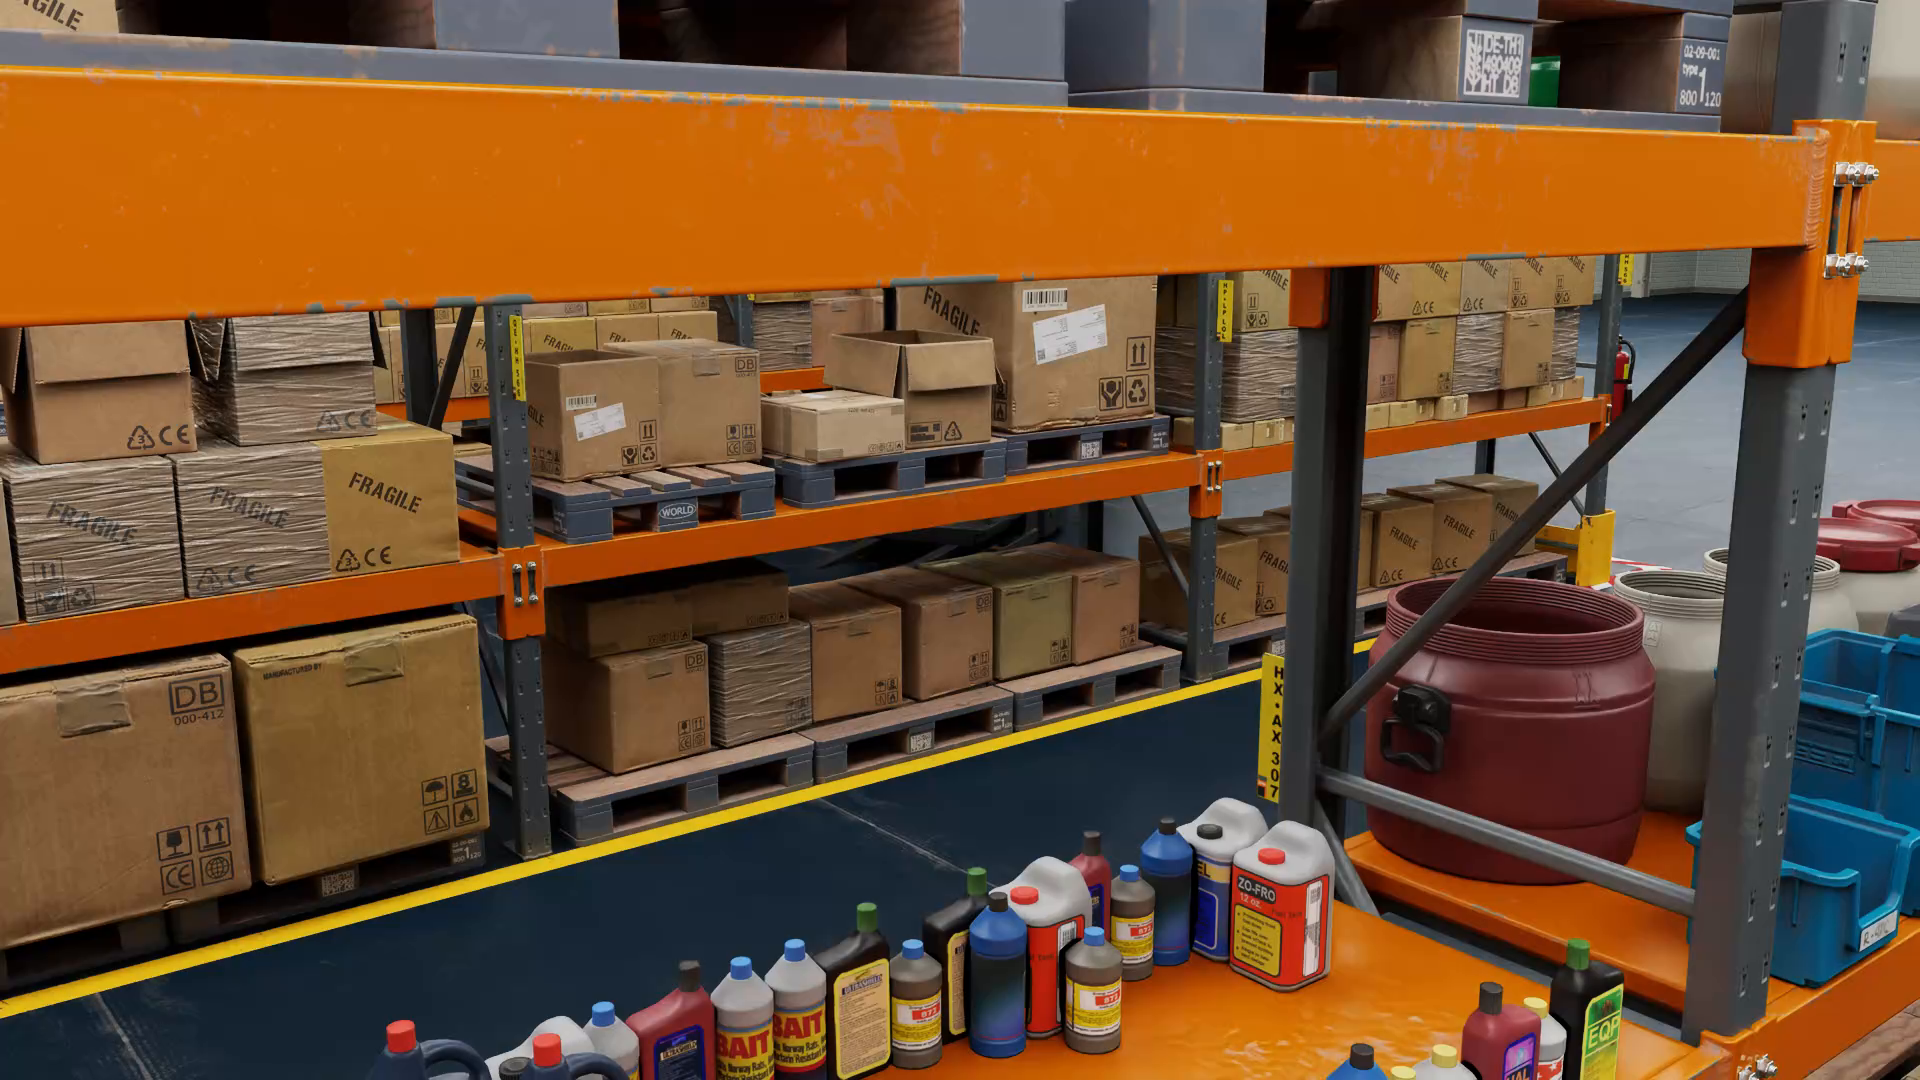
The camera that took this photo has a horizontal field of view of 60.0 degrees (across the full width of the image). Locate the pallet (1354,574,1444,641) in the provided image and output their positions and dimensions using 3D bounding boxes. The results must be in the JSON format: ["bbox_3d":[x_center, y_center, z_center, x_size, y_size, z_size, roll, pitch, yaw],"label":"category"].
[{"bbox_3d":[2.520,0.368,10.888,1.213,0.211,1.003,-9,15,-38],"label":"pallet"}]

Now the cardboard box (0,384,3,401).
[{"bbox_3d":[-5.573,-0.921,9.840,0.250,0.149,0.380,-9,15,-37],"label":"cardboard box"}]

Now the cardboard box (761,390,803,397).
[{"bbox_3d":[-0.926,-0.625,8.163,0.258,0.266,0.396,-10,16,-39],"label":"cardboard box"}]

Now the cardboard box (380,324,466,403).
[{"bbox_3d":[-3.770,-1.238,11.496,0.500,0.500,0.500,-9,15,-38],"label":"cardboard box"}]

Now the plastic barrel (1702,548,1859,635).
[{"bbox_3d":[2.034,0.301,4.222,0.421,0.512,0.421,0,12,0],"label":"plastic barrel"}]

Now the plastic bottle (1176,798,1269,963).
[{"bbox_3d":[0.495,0.643,3.180,0.135,0.276,0.152,-9,15,-38],"label":"plastic bottle"}]

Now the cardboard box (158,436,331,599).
[{"bbox_3d":[-2.683,-0.106,6.166,0.500,0.500,0.500,-10,15,-38],"label":"cardboard box"}]

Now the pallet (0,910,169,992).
[{"bbox_3d":[-3.674,1.386,6.091,1.213,0.211,1.003,-9,15,-38],"label":"pallet"}]

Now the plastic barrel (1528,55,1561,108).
[{"bbox_3d":[1.196,-0.853,3.079,0.294,0.245,0.294,0,12,0],"label":"plastic barrel"}]

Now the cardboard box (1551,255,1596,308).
[{"bbox_3d":[3.912,-1.835,11.186,0.500,0.500,0.500,-9,15,-38],"label":"cardboard box"}]

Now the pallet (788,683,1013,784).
[{"bbox_3d":[-0.496,0.880,8.475,1.213,0.211,1.003,-9,15,-38],"label":"pallet"}]

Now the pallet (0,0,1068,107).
[{"bbox_3d":[-0.654,-0.543,1.697,1.213,0.211,1.003,-9,15,-38],"label":"pallet"}]

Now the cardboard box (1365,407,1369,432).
[{"bbox_3d":[2.211,-0.727,9.938,0.250,0.149,0.380,-9,15,-38],"label":"cardboard box"}]

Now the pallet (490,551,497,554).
[{"bbox_3d":[-3.464,0.074,12.273,1.213,0.211,1.003,-9,15,-38],"label":"pallet"}]

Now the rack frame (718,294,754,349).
[{"bbox_3d":[-1.955,-1.562,13.262,0.127,3.000,1.000,-9,15,-38],"label":"rack frame"}]

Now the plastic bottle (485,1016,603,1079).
[{"bbox_3d":[-0.588,0.823,2.332,0.135,0.276,0.152,-9,15,-38],"label":"plastic bottle"}]

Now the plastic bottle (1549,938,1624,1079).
[{"bbox_3d":[0.986,0.757,2.623,0.133,0.283,0.061,-9,15,-38],"label":"plastic bottle"}]

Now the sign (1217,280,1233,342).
[{"bbox_3d":[1.414,-1.221,8.870,0.005,0.325,0.100,-9,15,-38],"label":"sign"}]

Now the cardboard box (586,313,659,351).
[{"bbox_3d":[-2.590,-1.434,12.420,0.500,0.500,0.500,-10,15,-38],"label":"cardboard box"}]

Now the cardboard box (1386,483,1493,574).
[{"bbox_3d":[3.244,-0.084,11.312,0.500,0.500,0.500,-5,13,-23],"label":"cardboard box"}]

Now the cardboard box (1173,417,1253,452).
[{"bbox_3d":[1.420,-0.600,9.340,0.250,0.149,0.380,-9,15,-38],"label":"cardboard box"}]

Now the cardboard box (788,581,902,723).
[{"bbox_3d":[-0.685,0.543,8.307,0.500,0.500,0.700,-8,14,-33],"label":"cardboard box"}]

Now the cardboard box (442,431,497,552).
[{"bbox_3d":[-3.867,-0.326,11.848,0.750,0.750,1.050,-9,15,-37],"label":"cardboard box"}]

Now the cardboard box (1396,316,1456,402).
[{"bbox_3d":[2.610,-1.186,10.533,0.500,0.500,0.875,-9,15,-38],"label":"cardboard box"}]

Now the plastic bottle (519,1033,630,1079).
[{"bbox_3d":[-0.515,0.813,2.196,0.185,0.351,0.144,-9,15,-38],"label":"plastic bottle"}]

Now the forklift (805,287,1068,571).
[{"bbox_3d":[-0.151,-1.286,12.130,1.130,2.935,3.031,5,13,22],"label":"forklift"}]

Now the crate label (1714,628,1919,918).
[{"bbox_3d":[1.980,0.476,3.581,0.616,0.435,0.502,-9,15,-38],"label":"crate label"}]

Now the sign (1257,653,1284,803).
[{"bbox_3d":[0.686,0.410,3.583,0.005,0.325,0.100,-9,15,-38],"label":"sign"}]

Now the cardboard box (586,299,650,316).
[{"bbox_3d":[-2.740,-1.967,12.524,0.500,0.500,0.700,-10,15,-39],"label":"cardboard box"}]

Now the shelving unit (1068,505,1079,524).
[{"bbox_3d":[1.088,-0.690,13.961,0.258,1.200,0.189,8,-29,33],"label":"shelving unit"}]

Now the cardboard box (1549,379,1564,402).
[{"bbox_3d":[3.898,-1.038,11.398,0.250,0.149,0.380,-9,15,-38],"label":"cardboard box"}]

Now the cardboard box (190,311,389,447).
[{"bbox_3d":[-2.640,-0.673,6.419,0.637,0.503,0.797,-9,15,-36],"label":"cardboard box"}]

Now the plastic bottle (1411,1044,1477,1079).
[{"bbox_3d":[0.704,0.839,2.434,0.097,0.201,0.097,0,12,0],"label":"plastic bottle"}]

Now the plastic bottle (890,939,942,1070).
[{"bbox_3d":[-0.078,0.767,2.773,0.097,0.201,0.097,0,12,0],"label":"plastic bottle"}]

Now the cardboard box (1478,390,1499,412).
[{"bbox_3d":[3.309,-0.941,10.944,0.250,0.149,0.380,-9,15,-38],"label":"cardboard box"}]

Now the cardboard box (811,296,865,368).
[{"bbox_3d":[-1.260,-1.760,13.835,0.550,0.550,0.875,-9,15,-38],"label":"cardboard box"}]

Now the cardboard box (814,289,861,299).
[{"bbox_3d":[-1.289,-2.296,13.759,0.550,0.550,0.875,-9,15,-38],"label":"cardboard box"}]

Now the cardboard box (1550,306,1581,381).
[{"bbox_3d":[3.741,-1.391,11.500,0.500,0.500,0.875,-9,15,-38],"label":"cardboard box"}]

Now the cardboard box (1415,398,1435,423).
[{"bbox_3d":[2.750,-0.837,10.454,0.250,0.149,0.380,-9,15,-38],"label":"cardboard box"}]

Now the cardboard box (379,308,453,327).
[{"bbox_3d":[-3.929,-1.770,11.596,0.500,0.500,0.700,-10,15,-39],"label":"cardboard box"}]

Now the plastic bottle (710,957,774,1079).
[{"bbox_3d":[-0.334,0.775,2.565,0.097,0.271,0.097,0,12,0],"label":"plastic bottle"}]

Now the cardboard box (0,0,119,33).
[{"bbox_3d":[-3.110,-1.730,5.580,0.500,0.500,0.500,-8,15,-35],"label":"cardboard box"}]

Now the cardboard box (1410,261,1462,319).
[{"bbox_3d":[2.738,-1.641,10.273,0.500,0.500,0.500,-9,15,-38],"label":"cardboard box"}]

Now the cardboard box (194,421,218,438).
[{"bbox_3d":[-3.010,-0.188,6.551,0.500,0.500,0.500,-10,16,-39],"label":"cardboard box"}]

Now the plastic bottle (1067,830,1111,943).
[{"bbox_3d":[0.210,0.674,3.013,0.133,0.283,0.061,-9,15,-38],"label":"plastic bottle"}]

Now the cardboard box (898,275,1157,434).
[{"bbox_3d":[0.356,-1.163,8.927,1.000,1.000,1.000,-9,15,-37],"label":"cardboard box"}]

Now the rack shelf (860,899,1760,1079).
[{"bbox_3d":[-0.527,1.190,2.037,4.000,0.370,1.077,-9,15,-38],"label":"rack shelf"}]

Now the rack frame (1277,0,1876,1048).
[{"bbox_3d":[1.035,0.578,3.184,0.127,3.000,1.000,-9,15,-38],"label":"rack frame"}]

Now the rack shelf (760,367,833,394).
[{"bbox_3d":[-0.394,-1.469,14.559,4.000,0.370,1.077,-9,15,-38],"label":"rack shelf"}]

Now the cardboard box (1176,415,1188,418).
[{"bbox_3d":[1.250,-0.728,9.939,0.250,0.149,0.380,-9,15,-38],"label":"cardboard box"}]

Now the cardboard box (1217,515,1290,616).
[{"bbox_3d":[1.844,0.152,10.198,0.500,0.500,0.500,-4,13,-20],"label":"cardboard box"}]

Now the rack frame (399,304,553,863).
[{"bbox_3d":[-2.059,-0.225,6.968,0.127,3.000,1.000,-9,15,-38],"label":"rack frame"}]

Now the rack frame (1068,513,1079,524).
[{"bbox_3d":[1.124,-0.640,14.028,0.240,1.200,0.006,8,-29,33],"label":"rack frame"}]

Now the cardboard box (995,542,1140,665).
[{"bbox_3d":[0.571,0.340,9.267,0.500,0.500,0.700,-11,16,-42],"label":"cardboard box"}]

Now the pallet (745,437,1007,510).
[{"bbox_3d":[-0.539,-0.395,8.228,1.213,0.211,1.003,-9,15,-38],"label":"pallet"}]

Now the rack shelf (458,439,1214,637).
[{"bbox_3d":[-0.498,-0.133,8.264,4.000,0.370,1.077,-9,15,-38],"label":"rack shelf"}]

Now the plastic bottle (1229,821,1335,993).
[{"bbox_3d":[0.590,0.667,3.063,0.135,0.276,0.152,-9,15,-38],"label":"plastic bottle"}]
